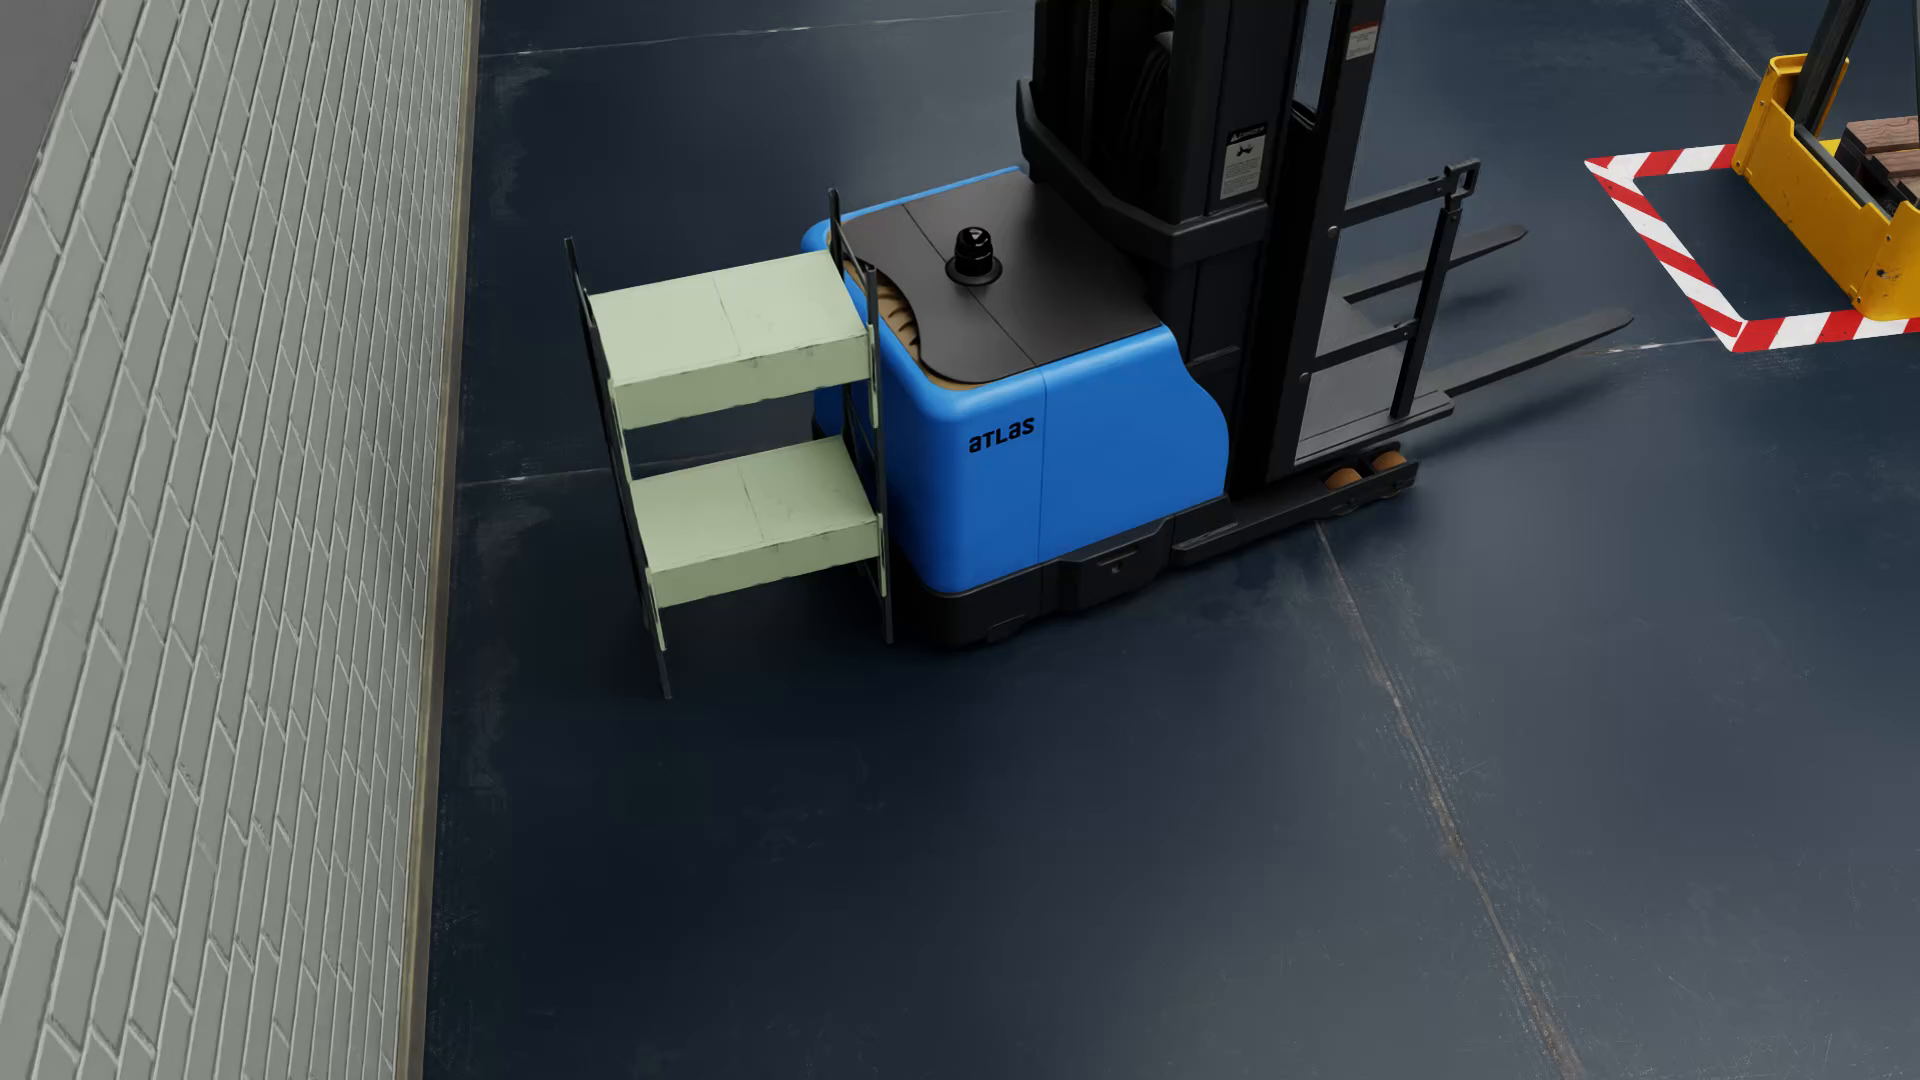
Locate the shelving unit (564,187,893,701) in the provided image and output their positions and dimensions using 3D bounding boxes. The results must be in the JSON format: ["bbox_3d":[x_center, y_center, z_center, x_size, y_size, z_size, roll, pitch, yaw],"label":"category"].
[{"bbox_3d":[-0.639,-0.235,4.935,0.755,1.500,0.431,-14,48,-13],"label":"shelving unit"}]

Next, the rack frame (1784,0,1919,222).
[{"bbox_3d":[3.684,-2.346,5.928,0.127,3.000,1.000,-7,46,-7],"label":"rack frame"}]

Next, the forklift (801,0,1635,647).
[{"bbox_3d":[1.037,-1.425,5.088,3.031,2.935,1.130,-20,49,-18],"label":"forklift"}]

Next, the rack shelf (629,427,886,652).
[{"bbox_3d":[-0.639,-0.009,5.169,0.720,0.370,0.431,-14,48,-13],"label":"rack shelf"}]

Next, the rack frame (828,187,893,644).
[{"bbox_3d":[-0.292,-0.318,5.015,0.023,1.500,0.400,-14,48,-13],"label":"rack frame"}]

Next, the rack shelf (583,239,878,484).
[{"bbox_3d":[-0.639,-0.505,4.654,0.720,0.370,0.431,-14,48,-13],"label":"rack shelf"}]

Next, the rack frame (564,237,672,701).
[{"bbox_3d":[-0.986,-0.151,4.854,0.023,1.500,0.400,-14,48,-13],"label":"rack frame"}]

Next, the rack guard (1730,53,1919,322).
[{"bbox_3d":[3.662,-1.467,6.816,0.348,0.500,1.175,-7,46,-7],"label":"rack guard"}]

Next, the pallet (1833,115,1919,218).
[{"bbox_3d":[4.503,-1.453,7.003,1.213,0.211,1.003,-7,46,-7],"label":"pallet"}]
